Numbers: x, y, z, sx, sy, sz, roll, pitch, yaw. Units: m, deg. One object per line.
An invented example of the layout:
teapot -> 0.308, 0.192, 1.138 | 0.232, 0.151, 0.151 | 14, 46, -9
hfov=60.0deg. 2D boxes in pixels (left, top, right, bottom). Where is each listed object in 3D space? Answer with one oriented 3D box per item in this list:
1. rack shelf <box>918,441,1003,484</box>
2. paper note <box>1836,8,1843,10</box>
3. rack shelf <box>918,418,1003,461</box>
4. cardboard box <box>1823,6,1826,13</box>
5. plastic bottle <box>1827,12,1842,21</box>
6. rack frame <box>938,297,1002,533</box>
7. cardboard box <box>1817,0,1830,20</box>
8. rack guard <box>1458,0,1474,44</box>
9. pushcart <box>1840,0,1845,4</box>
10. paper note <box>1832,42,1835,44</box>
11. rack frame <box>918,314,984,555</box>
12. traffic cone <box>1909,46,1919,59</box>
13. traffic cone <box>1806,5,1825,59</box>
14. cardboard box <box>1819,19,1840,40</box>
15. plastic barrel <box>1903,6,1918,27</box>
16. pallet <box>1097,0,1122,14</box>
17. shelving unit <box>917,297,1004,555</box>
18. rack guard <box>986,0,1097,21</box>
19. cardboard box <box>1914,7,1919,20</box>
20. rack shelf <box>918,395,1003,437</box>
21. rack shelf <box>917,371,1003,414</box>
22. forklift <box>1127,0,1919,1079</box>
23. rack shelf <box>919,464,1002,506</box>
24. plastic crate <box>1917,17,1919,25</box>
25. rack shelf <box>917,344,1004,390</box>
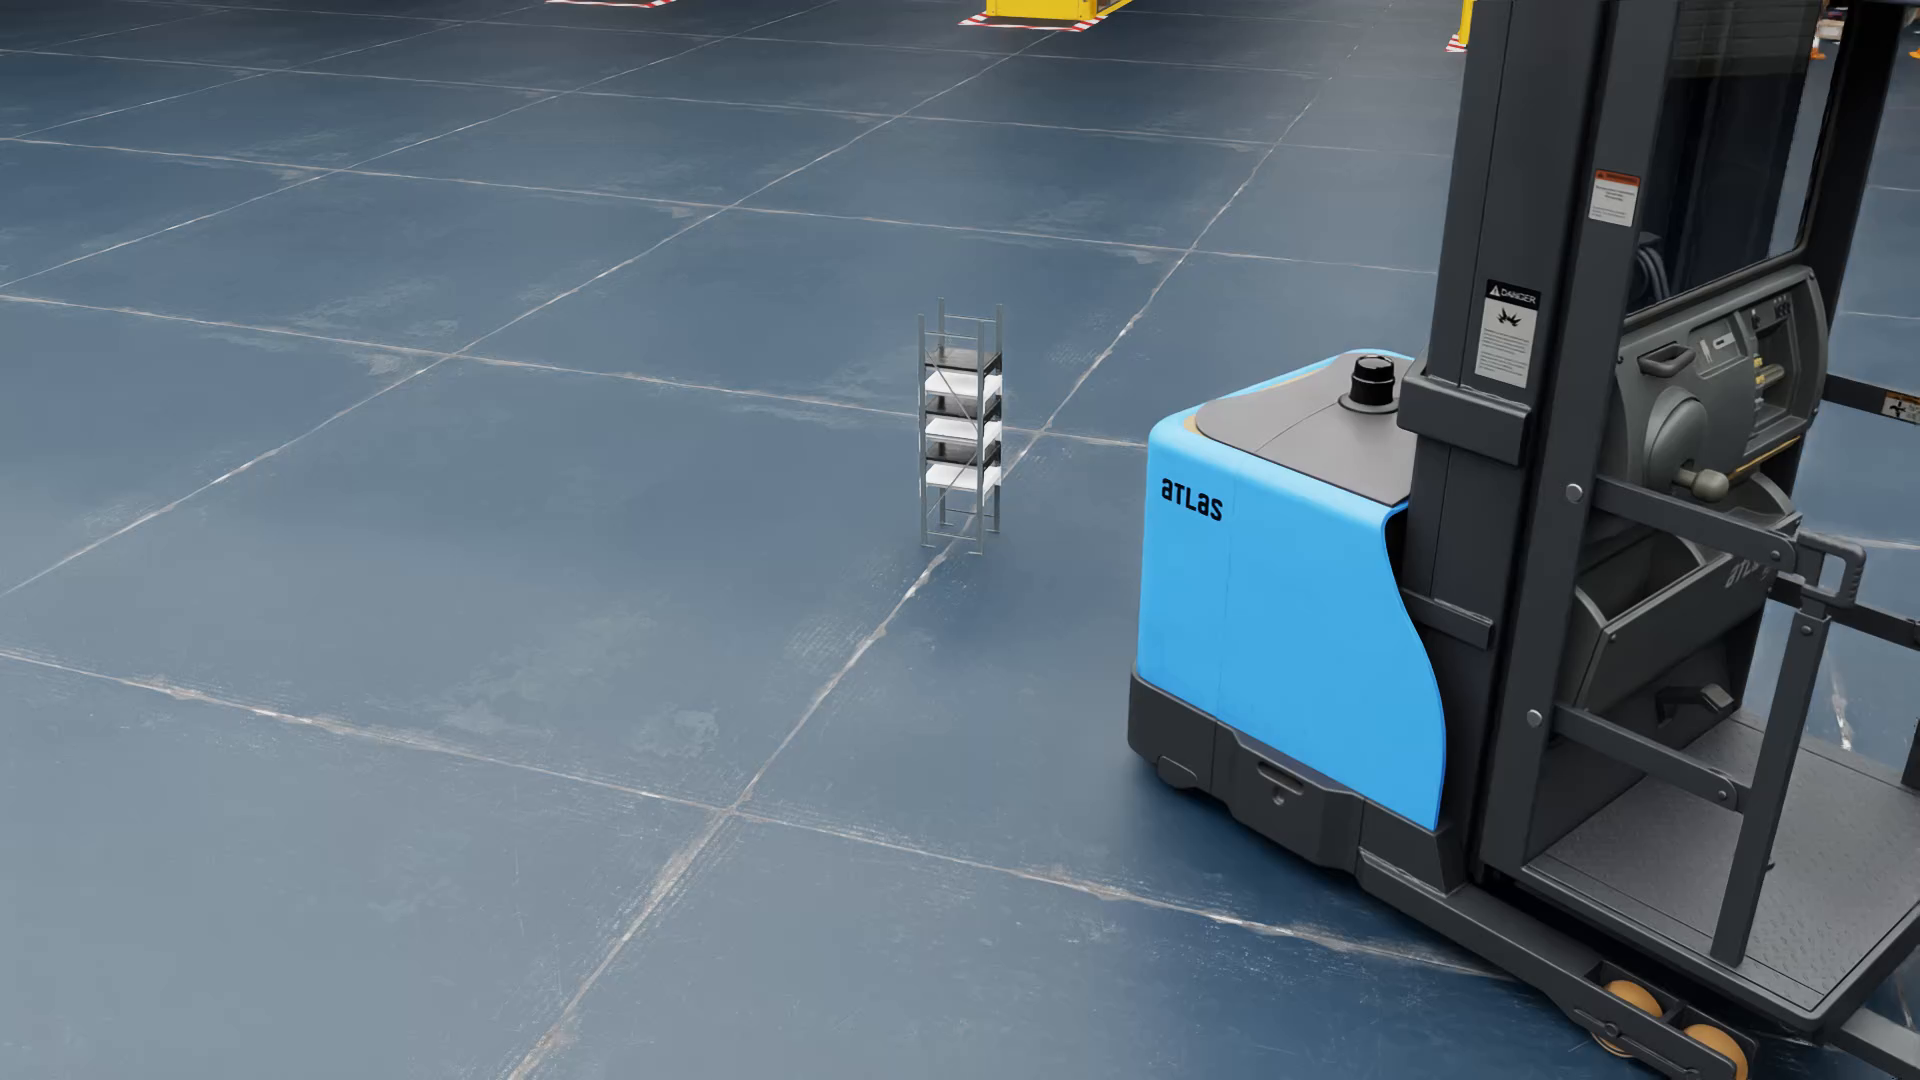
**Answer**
rack shelf -> 0.003, -0.297, 6.115 | 0.258, 0.077, 0.200 | 9, 27, 17
paper note -> 9.740, -5.865, 18.329 | 0.148, 0.019, 0.142 | 9, 27, 17
rack shelf -> 0.003, -0.378, 6.075 | 0.258, 0.077, 0.200 | 9, 27, 17
cardboard box -> 9.230, -5.918, 18.168 | 0.258, 0.266, 0.396 | -9, 27, -18
plastic bottle -> 9.327, -5.591, 17.727 | 0.133, 0.061, 0.283 | 14, 29, 26
rack frame -> 0.037, -0.450, 6.147 | 0.240, 0.900, 0.006 | 9, 27, 17
cardboard box -> 8.391, -5.494, 17.019 | 0.797, 0.503, 0.637 | -9, 27, -18
rack guard -> 5.484, -5.070, 16.147 | 1.175, 0.500, 0.348 | 9, 27, 17
pushcart -> 9.358, -6.302, 18.832 | 1.648, 0.377, 0.936 | 0, 26, -1
paper note -> 8.631, -4.869, 16.271 | 0.148, 0.019, 0.142 | 0, 26, -1
rack frame -> -0.031, -0.367, 5.974 | 0.240, 0.900, 0.006 | 9, 27, 17
traffic cone -> 9.121, -4.750, 15.530 | 0.336, 0.463, 0.334 | 9, 27, 17
traffic cone -> 7.961, -4.771, 15.574 | 0.336, 0.463, 0.334 | 9, 27, 17
cardboard box -> 8.725, -5.076, 16.564 | 0.250, 0.149, 0.380 | -20, 33, -36
plastic barrel -> 9.454, -5.437, 16.994 | 0.421, 0.421, 0.512 | -14, 29, -27
pallet -> 1.178, -6.070, 18.545 | 1.003, 0.211, 1.213 | 9, 27, 17
shelving unit -> 0.003, -0.408, 6.061 | 0.258, 0.900, 0.210 | 9, 27, 17
rack guard -> 0.874, -5.871, 17.803 | 1.175, 0.500, 0.348 | 9, 27, 17
cardboard box -> 9.885, -5.805, 17.663 | 0.500, 0.500, 0.500 | -14, 29, -27
rack shelf -> 0.003, -0.459, 6.036 | 0.258, 0.077, 0.200 | 9, 27, 17
rack shelf -> 0.003, -0.540, 5.997 | 0.258, 0.077, 0.200 | 9, 27, 17
forklift -> 1.839, -0.325, 3.558 | 1.130, 2.935, 3.031 | -21, 33, -36
rack shelf -> 0.003, -0.216, 6.154 | 0.258, 0.077, 0.200 | 9, 27, 17
plastic crate -> 10.229, -5.332, 17.170 | 0.402, 0.080, 0.583 | 0, 26, -1
rack shelf -> 0.003, -0.621, 5.958 | 0.258, 0.077, 0.200 | 9, 27, 17
